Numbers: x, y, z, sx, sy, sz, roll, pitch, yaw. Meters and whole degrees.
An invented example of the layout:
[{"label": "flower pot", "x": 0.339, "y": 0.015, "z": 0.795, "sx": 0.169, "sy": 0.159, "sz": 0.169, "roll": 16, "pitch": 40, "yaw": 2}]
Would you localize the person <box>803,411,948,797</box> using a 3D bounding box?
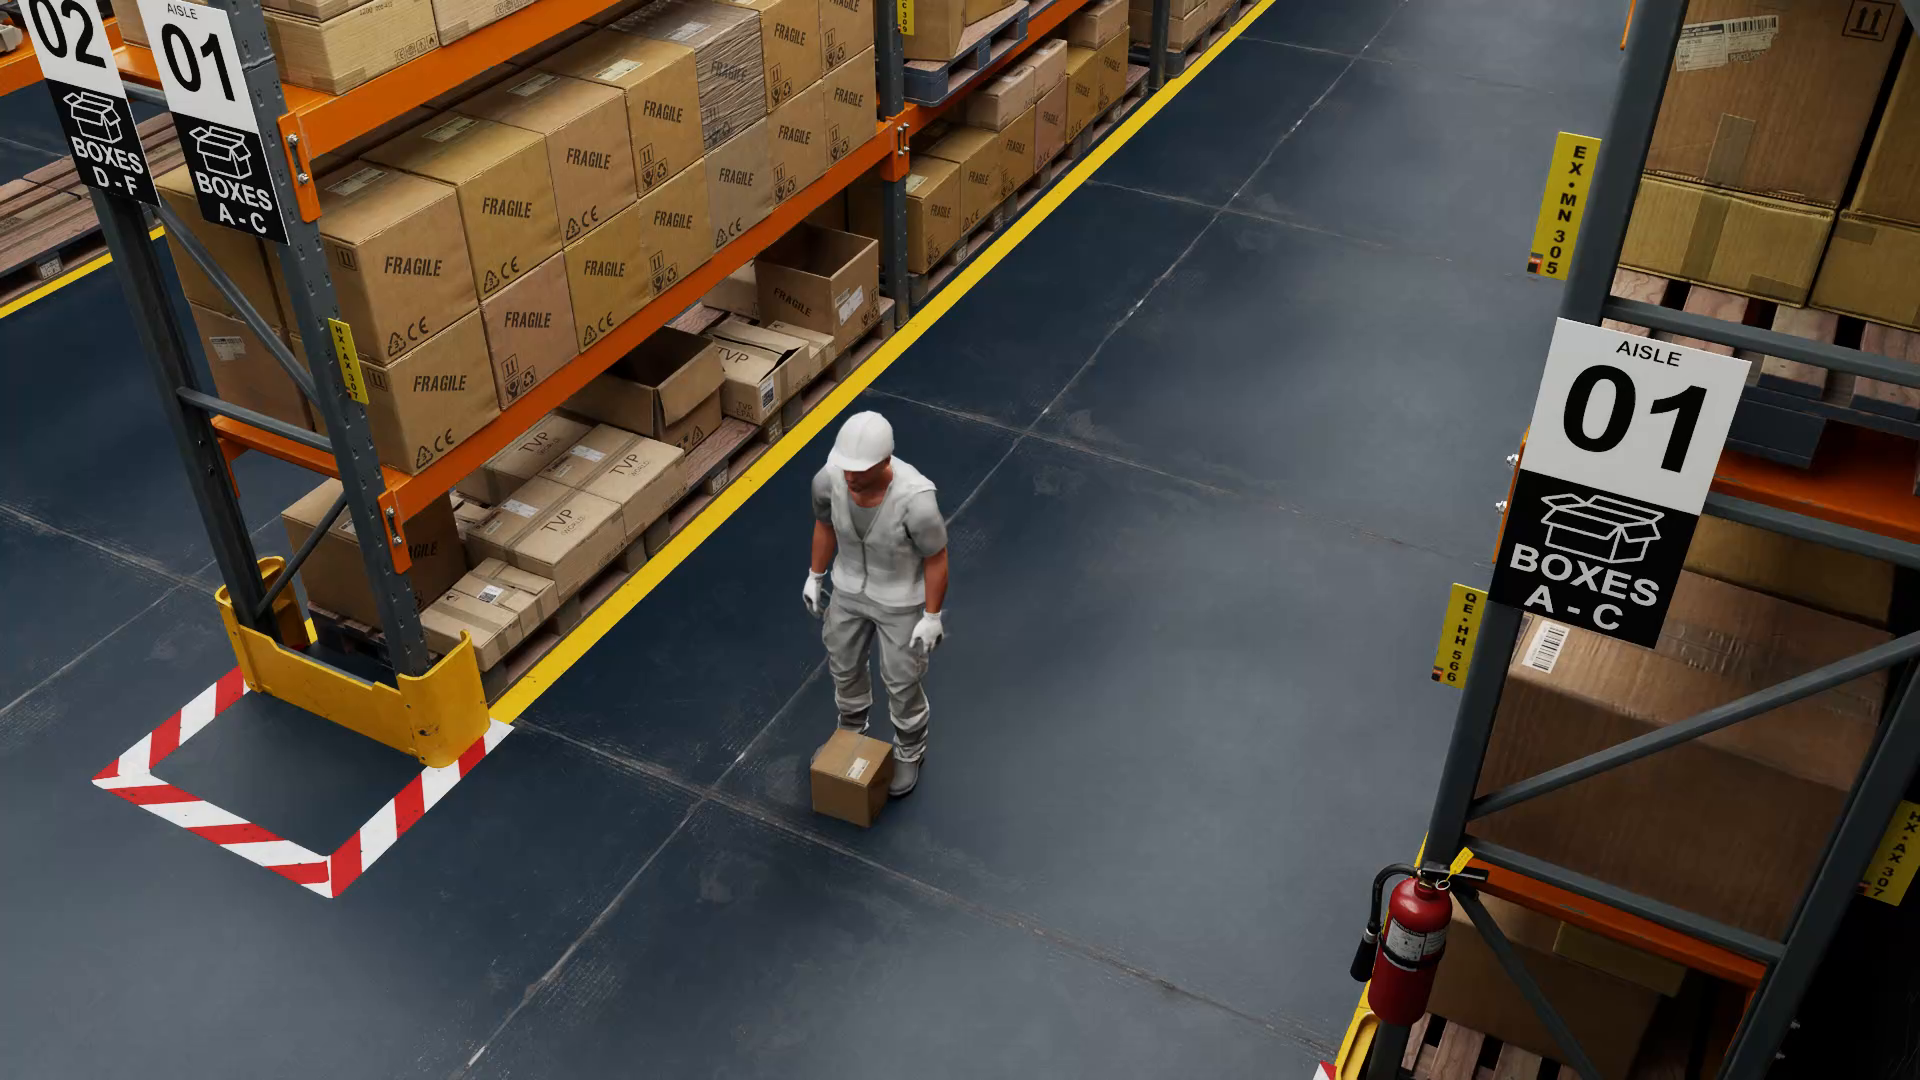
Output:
[{"label": "person", "x": -0.330, "y": 0.234, "z": 6.434, "sx": 0.610, "sy": 1.780, "sz": 0.448, "roll": 18, "pitch": 41, "yaw": 22}]
